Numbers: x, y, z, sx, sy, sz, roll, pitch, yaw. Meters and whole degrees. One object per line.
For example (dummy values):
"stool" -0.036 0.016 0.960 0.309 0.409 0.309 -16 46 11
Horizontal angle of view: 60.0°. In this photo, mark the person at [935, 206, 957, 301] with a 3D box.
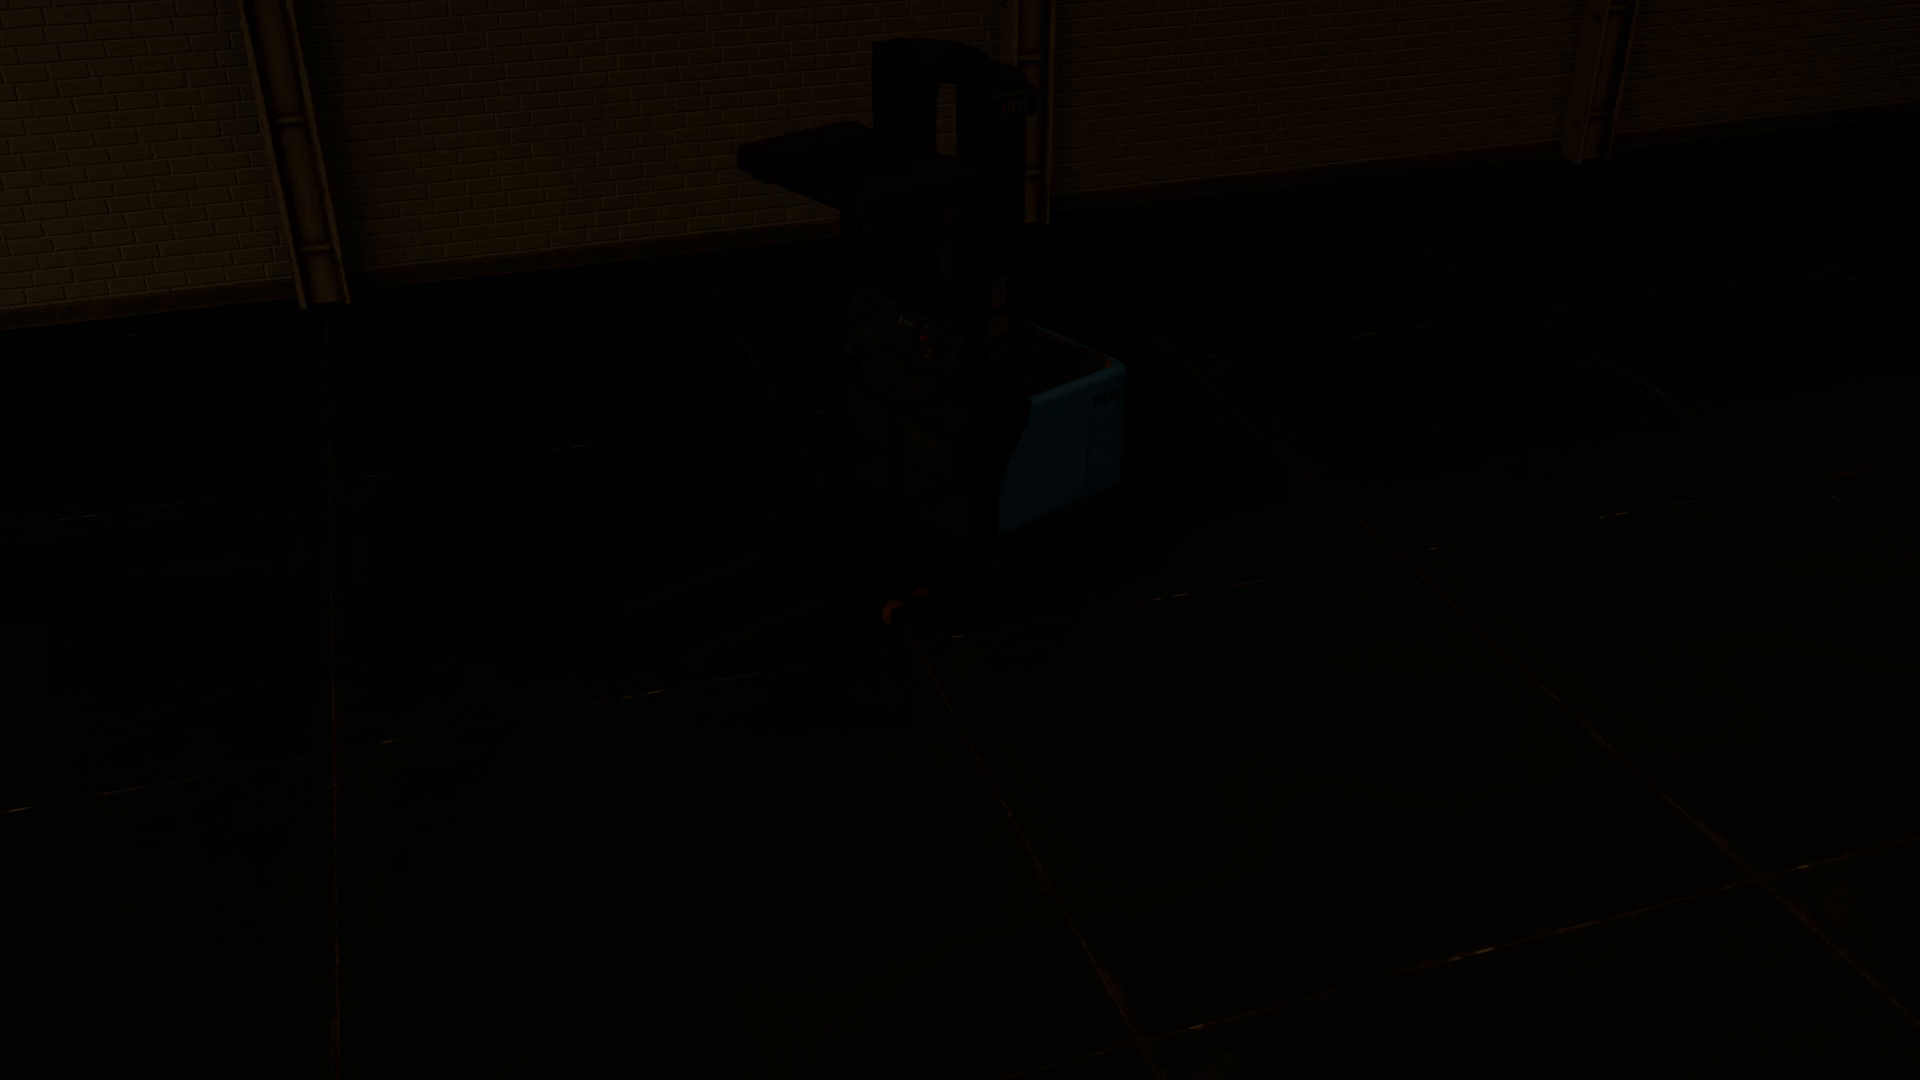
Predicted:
"person" -0.002 -1.375 10.831 0.743 1.594 0.606 -7 31 -12

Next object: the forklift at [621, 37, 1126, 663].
"forklift" -0.461 -1.072 8.951 3.031 2.935 1.130 -23 37 -34
